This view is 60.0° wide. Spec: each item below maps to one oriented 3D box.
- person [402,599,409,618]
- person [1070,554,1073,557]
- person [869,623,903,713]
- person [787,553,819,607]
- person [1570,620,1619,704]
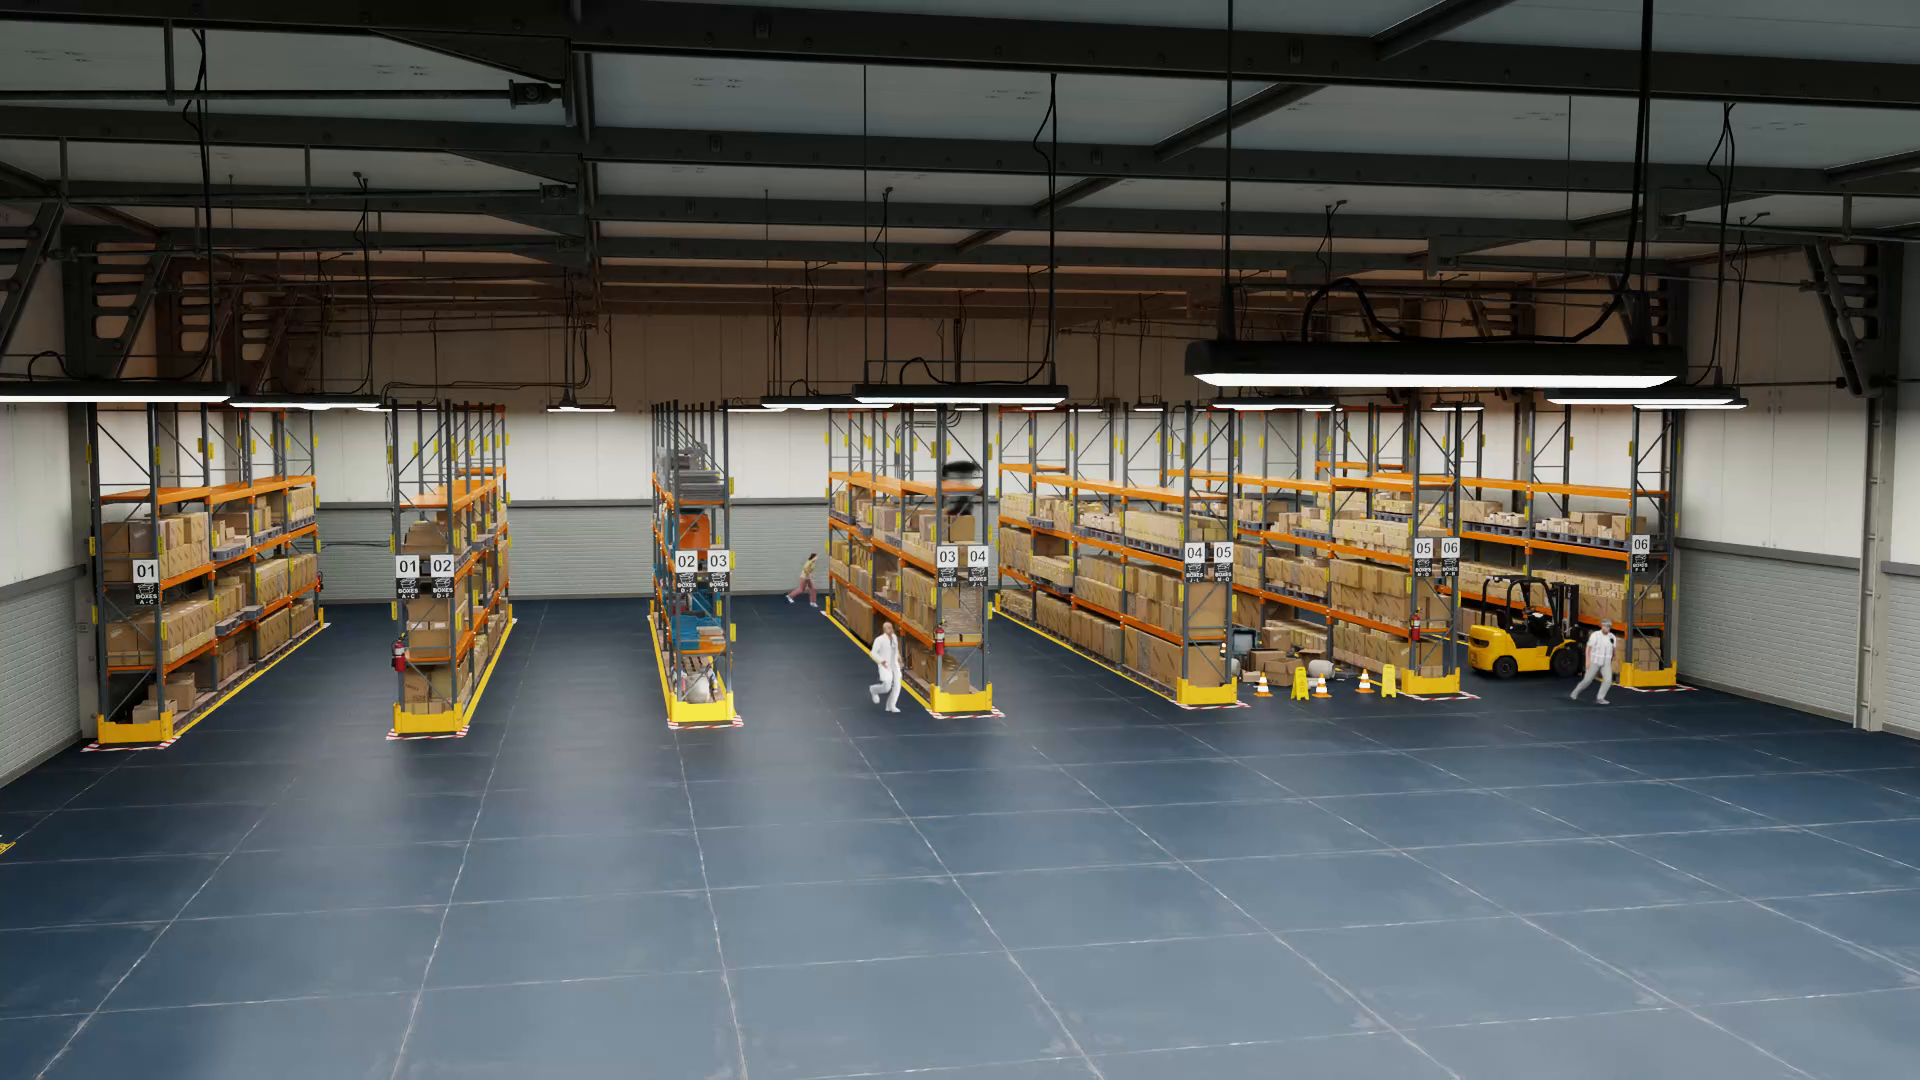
[{"bbox_3d":[-13.761,1.743,42.020,0.717,1.621,0.913,-2,5,-30],"label":"person"},{"bbox_3d":[3.368,0.988,52.167,0.705,1.631,0.780,3,5,34],"label":"person"},{"bbox_3d":[-1.431,2.447,32.138,0.722,1.733,0.797,-4,6,-40],"label":"person"},{"bbox_3d":[-4.693,1.197,49.713,0.995,1.626,0.607,0,4,1],"label":"person"},{"bbox_3d":[12.608,2.384,32.992,0.790,1.693,0.682,0,4,-7],"label":"person"}]
